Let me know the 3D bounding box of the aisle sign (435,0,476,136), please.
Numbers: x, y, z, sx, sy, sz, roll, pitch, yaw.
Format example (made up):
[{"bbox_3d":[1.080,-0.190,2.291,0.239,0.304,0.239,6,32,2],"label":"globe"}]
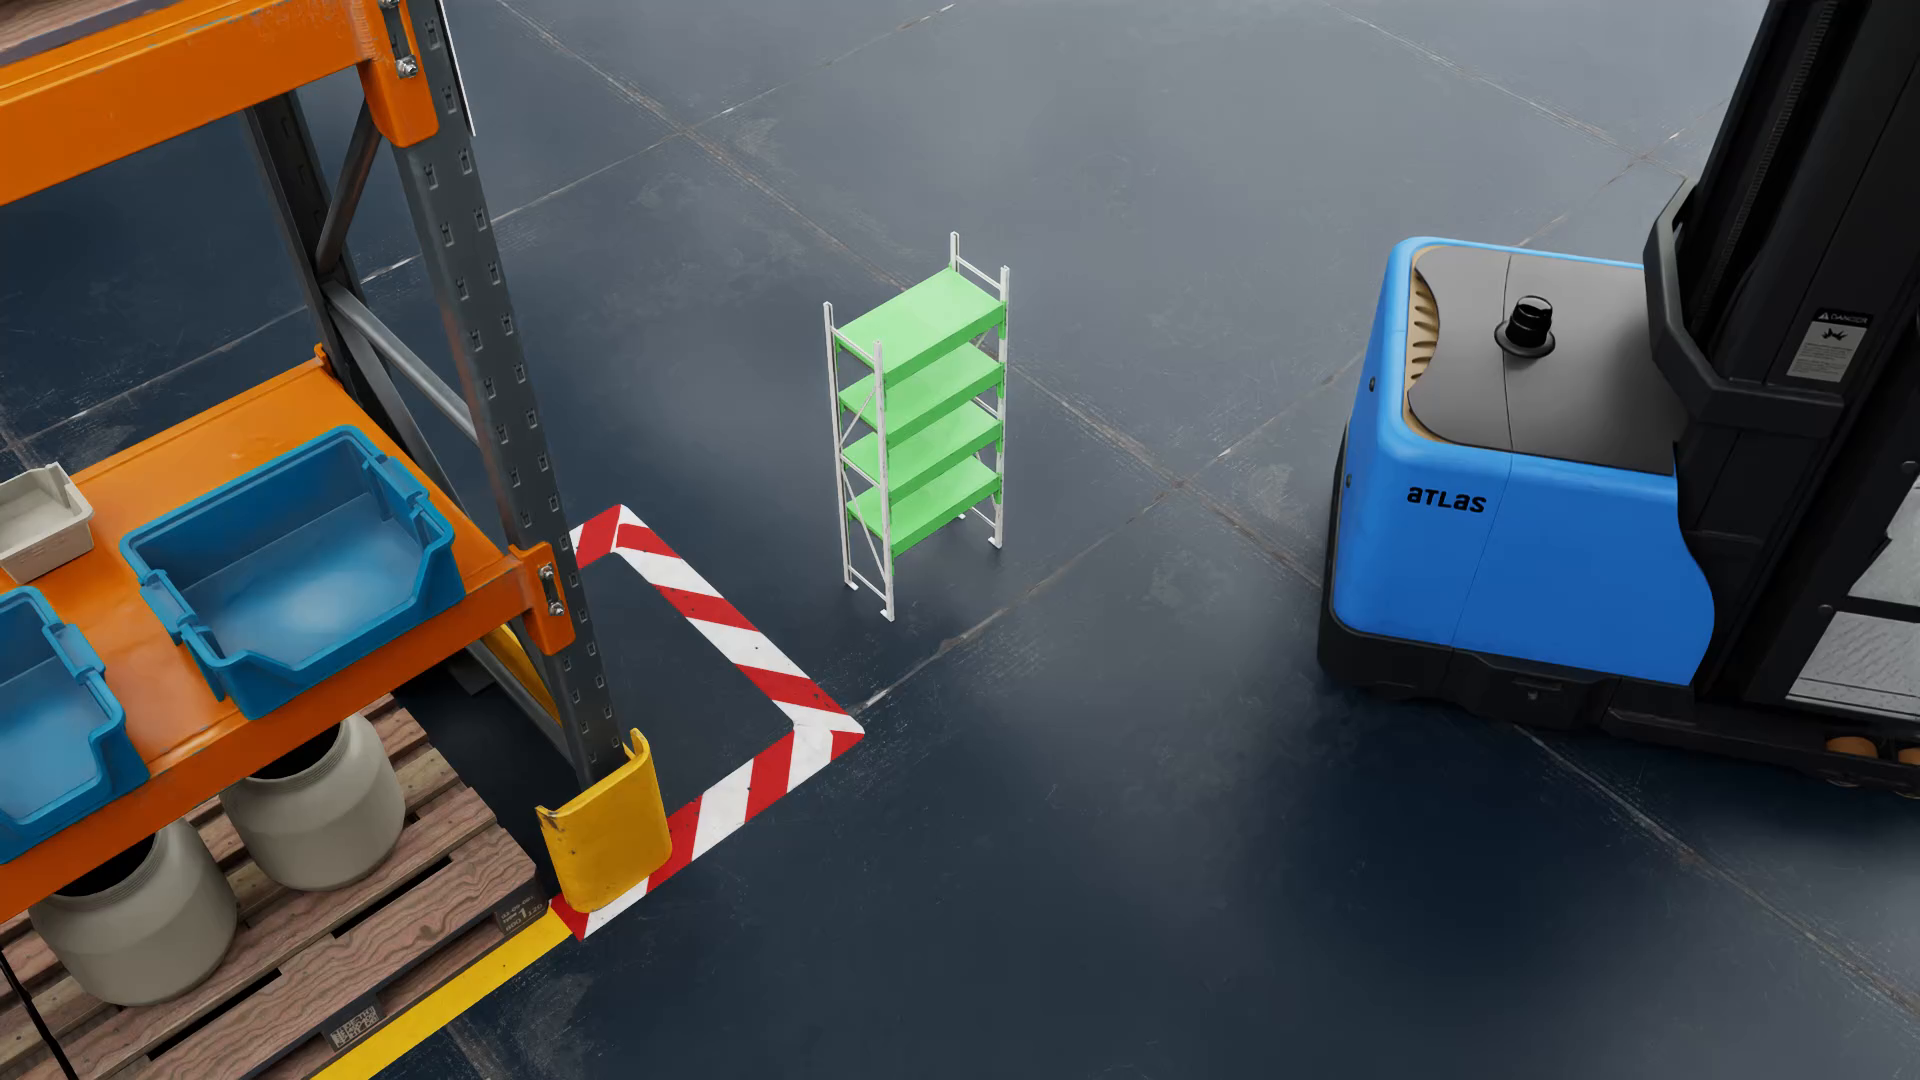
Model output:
[{"bbox_3d":[-1.064,-1.149,3.001,0.004,0.787,0.394,-34,56,-27],"label":"aisle sign"}]

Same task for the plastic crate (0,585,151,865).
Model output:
[{"bbox_3d":[-1.970,0.385,3.455,0.408,0.251,0.499,-34,56,-27],"label":"plastic crate"}]

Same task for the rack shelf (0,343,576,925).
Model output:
[{"bbox_3d":[-2.797,0.839,3.424,4.000,0.370,1.077,-34,56,-27],"label":"rack shelf"}]

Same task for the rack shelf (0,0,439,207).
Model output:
[{"bbox_3d":[-2.797,-0.178,2.322,4.000,0.370,1.077,-34,56,-27],"label":"rack shelf"}]

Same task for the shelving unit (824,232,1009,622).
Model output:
[{"bbox_3d":[-0.122,-0.325,5.234,0.503,1.200,0.258,-34,56,-27],"label":"shelving unit"}]

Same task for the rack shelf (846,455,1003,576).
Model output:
[{"bbox_3d":[-0.122,-0.119,5.457,0.480,0.148,0.258,-34,56,-27],"label":"rack shelf"}]

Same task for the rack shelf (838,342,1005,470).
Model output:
[{"bbox_3d":[-0.122,-0.444,5.104,0.480,0.148,0.258,-34,56,-27],"label":"rack shelf"}]

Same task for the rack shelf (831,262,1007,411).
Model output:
[{"bbox_3d":[-0.122,-0.607,4.928,0.480,0.148,0.258,-34,56,-27],"label":"rack shelf"}]

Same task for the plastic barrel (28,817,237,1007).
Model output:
[{"bbox_3d":[-2.123,0.922,4.265,0.421,0.512,0.421,0,47,0],"label":"plastic barrel"}]

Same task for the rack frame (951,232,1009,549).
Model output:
[{"bbox_3d":[0.058,-0.446,5.345,0.015,1.200,0.240,-34,56,-27],"label":"rack frame"}]

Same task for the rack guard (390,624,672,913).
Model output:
[{"bbox_3d":[-1.341,0.517,4.933,0.348,0.500,1.175,-34,56,-27],"label":"rack guard"}]

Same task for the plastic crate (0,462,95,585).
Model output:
[{"bbox_3d":[-2.195,-0.037,3.922,0.250,0.136,0.298,-34,56,-27],"label":"plastic crate"}]

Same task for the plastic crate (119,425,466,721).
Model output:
[{"bbox_3d":[-1.486,0.067,3.748,0.616,0.251,0.499,-34,56,-27],"label":"plastic crate"}]

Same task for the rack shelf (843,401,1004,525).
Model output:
[{"bbox_3d":[-0.122,-0.282,5.280,0.480,0.148,0.258,-34,56,-27],"label":"rack shelf"}]

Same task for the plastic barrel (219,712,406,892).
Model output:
[{"bbox_3d":[-1.752,0.674,4.494,0.421,0.512,0.421,0,47,0],"label":"plastic barrel"}]

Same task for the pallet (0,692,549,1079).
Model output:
[{"bbox_3d":[-1.946,1.014,4.671,1.213,0.211,1.003,-34,56,-27],"label":"pallet"}]

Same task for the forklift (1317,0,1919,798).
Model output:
[{"bbox_3d":[2.712,-0.644,4.350,3.031,2.935,1.130,9,48,8],"label":"forklift"}]

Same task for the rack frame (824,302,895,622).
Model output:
[{"bbox_3d":[-0.303,-0.204,5.122,0.015,1.200,0.240,-34,56,-27],"label":"rack frame"}]

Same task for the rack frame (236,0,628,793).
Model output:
[{"bbox_3d":[-1.317,-0.394,4.072,0.127,3.000,1.000,-34,56,-27],"label":"rack frame"}]
